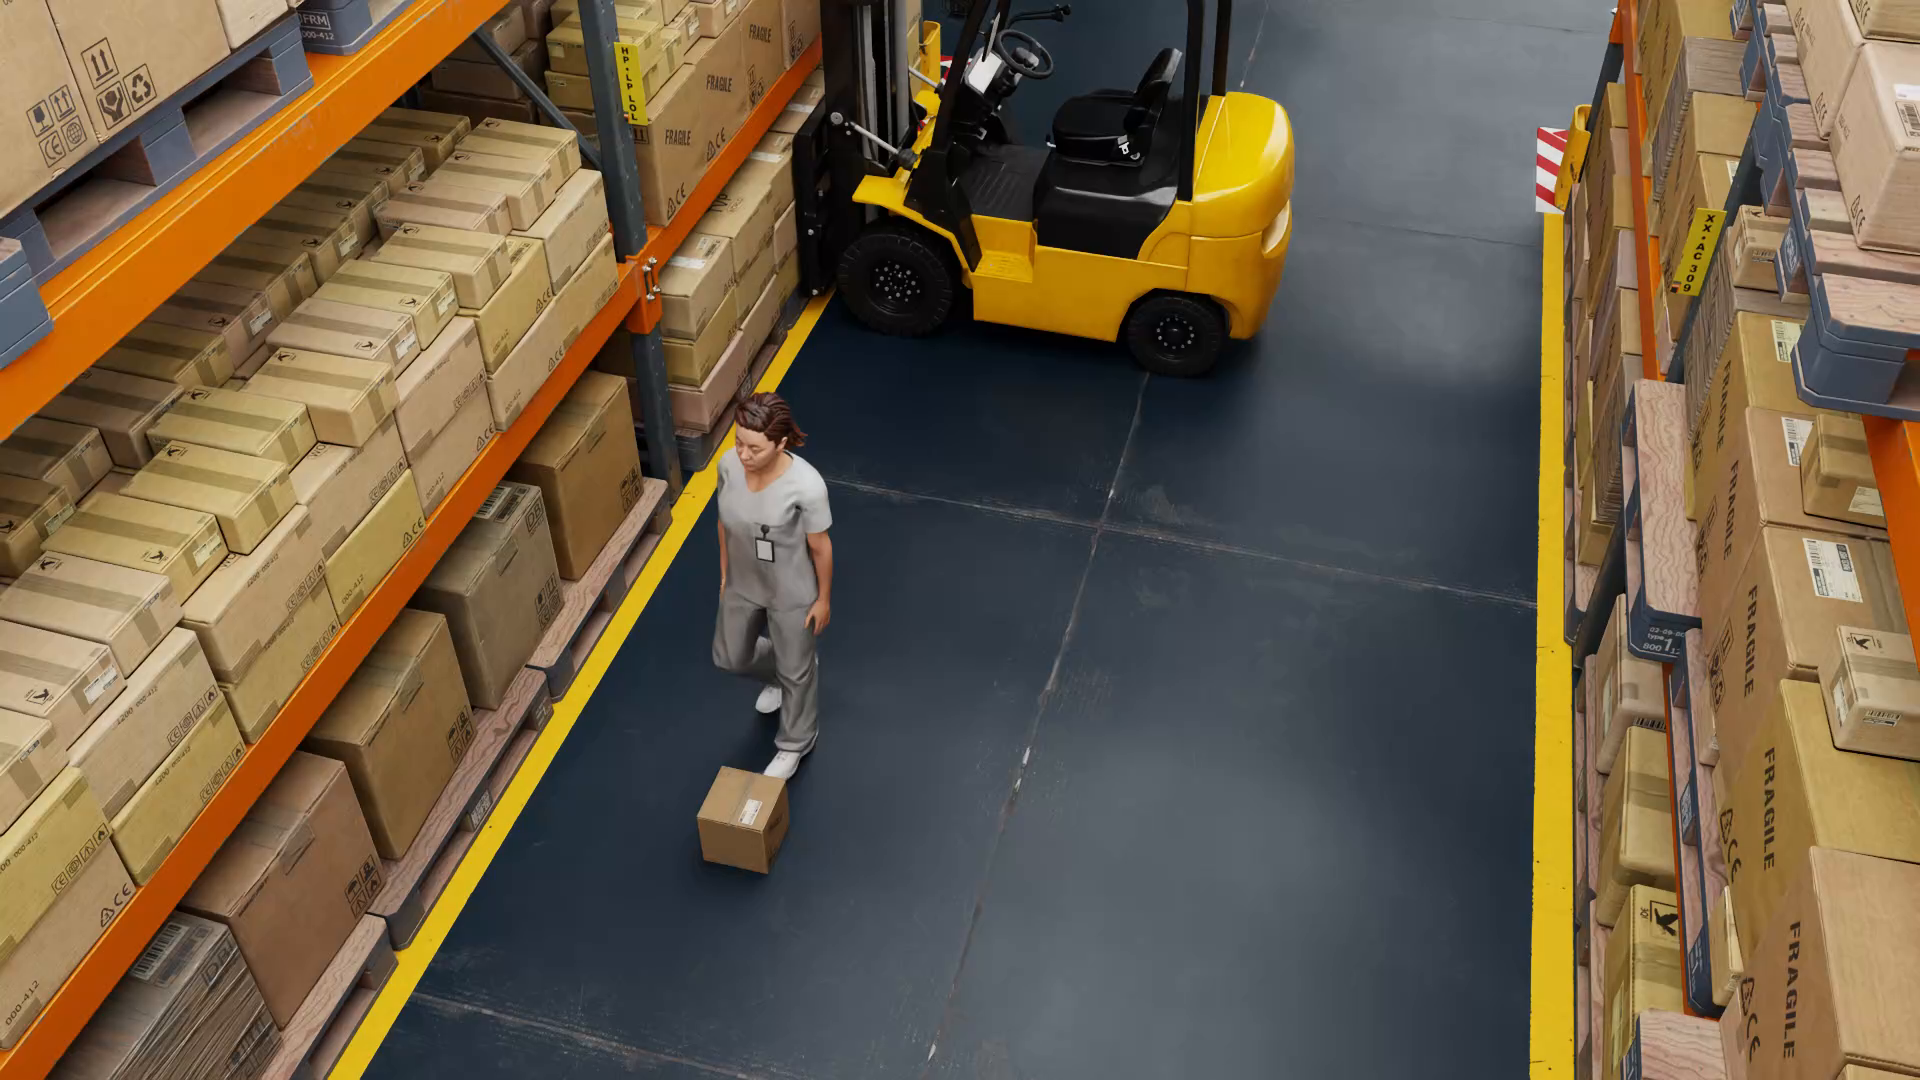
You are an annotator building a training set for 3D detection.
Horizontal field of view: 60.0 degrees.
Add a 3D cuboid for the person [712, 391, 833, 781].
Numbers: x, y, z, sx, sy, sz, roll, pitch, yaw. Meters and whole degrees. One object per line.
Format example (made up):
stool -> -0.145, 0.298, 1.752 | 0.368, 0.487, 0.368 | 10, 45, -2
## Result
person -> -0.648, 0.148, 5.966 | 0.456, 1.672, 0.534 | 18, 44, 20
